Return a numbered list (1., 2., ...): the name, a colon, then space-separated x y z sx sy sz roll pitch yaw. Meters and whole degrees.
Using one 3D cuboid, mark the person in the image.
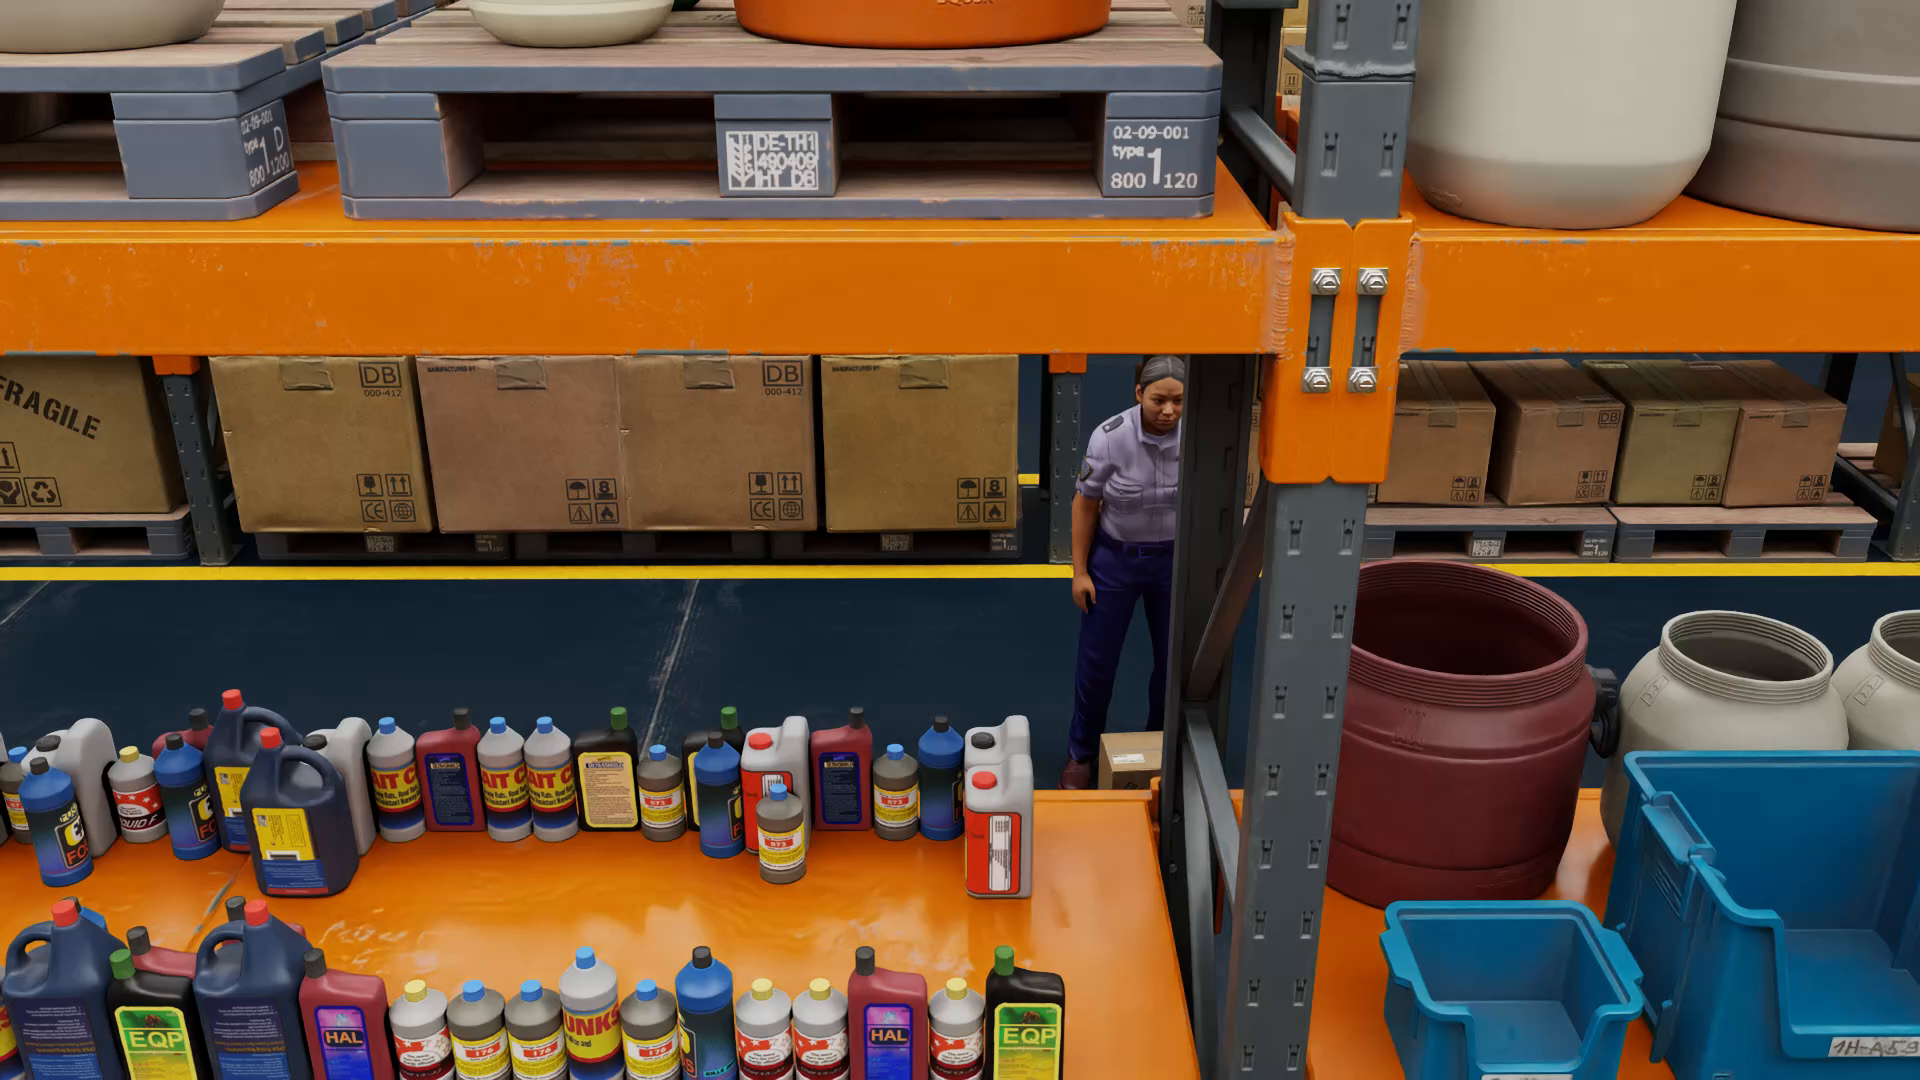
1. person: 0.630 0.199 5.884 0.554 1.476 0.369 -2 24 -3
